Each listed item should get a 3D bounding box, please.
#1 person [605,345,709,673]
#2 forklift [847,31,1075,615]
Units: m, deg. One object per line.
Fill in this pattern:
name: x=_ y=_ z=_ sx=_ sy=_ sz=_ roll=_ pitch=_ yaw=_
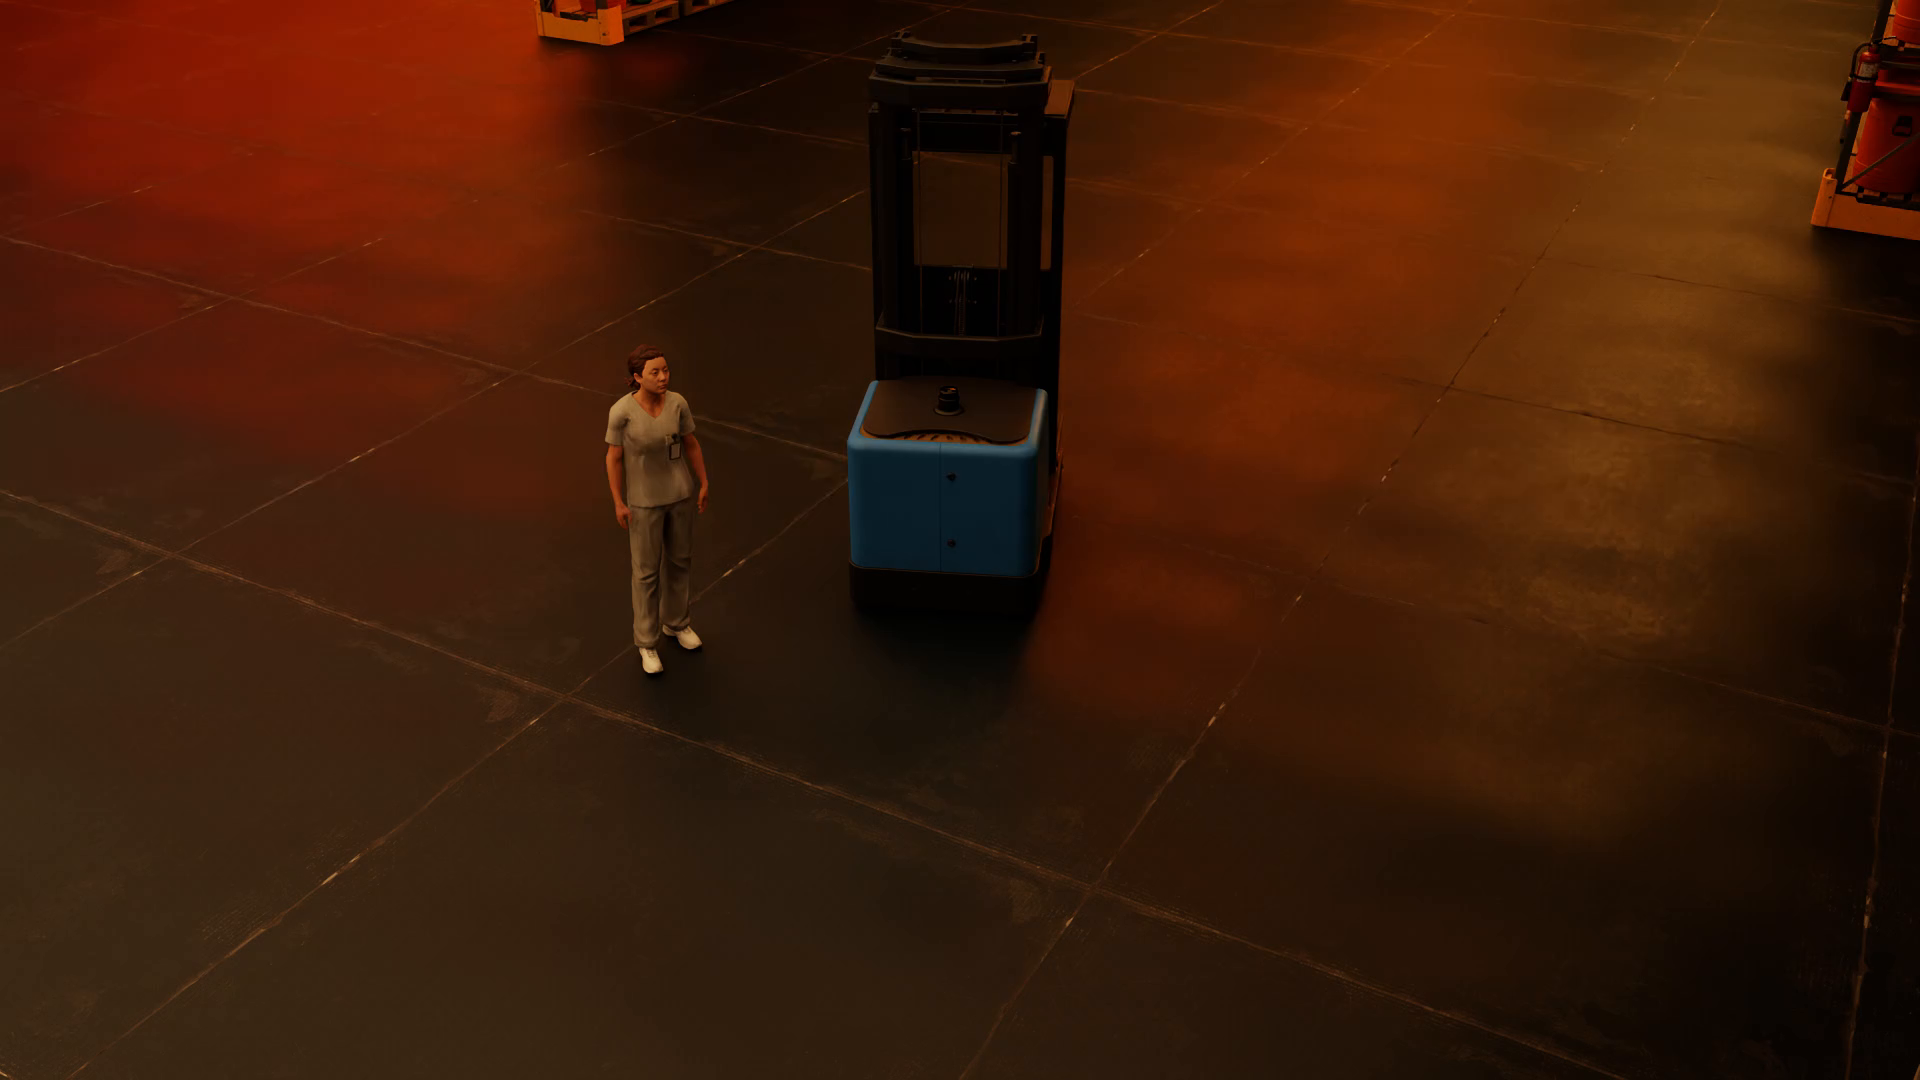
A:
person: x=-1.537 y=-0.177 z=8.630 sx=0.551 sy=1.665 sz=0.549 roll=-18 pitch=35 yaw=-28
forklift: x=0.072 y=-1.572 z=9.794 sx=1.130 sy=2.935 sz=3.031 roll=3 pitch=30 yaw=6
